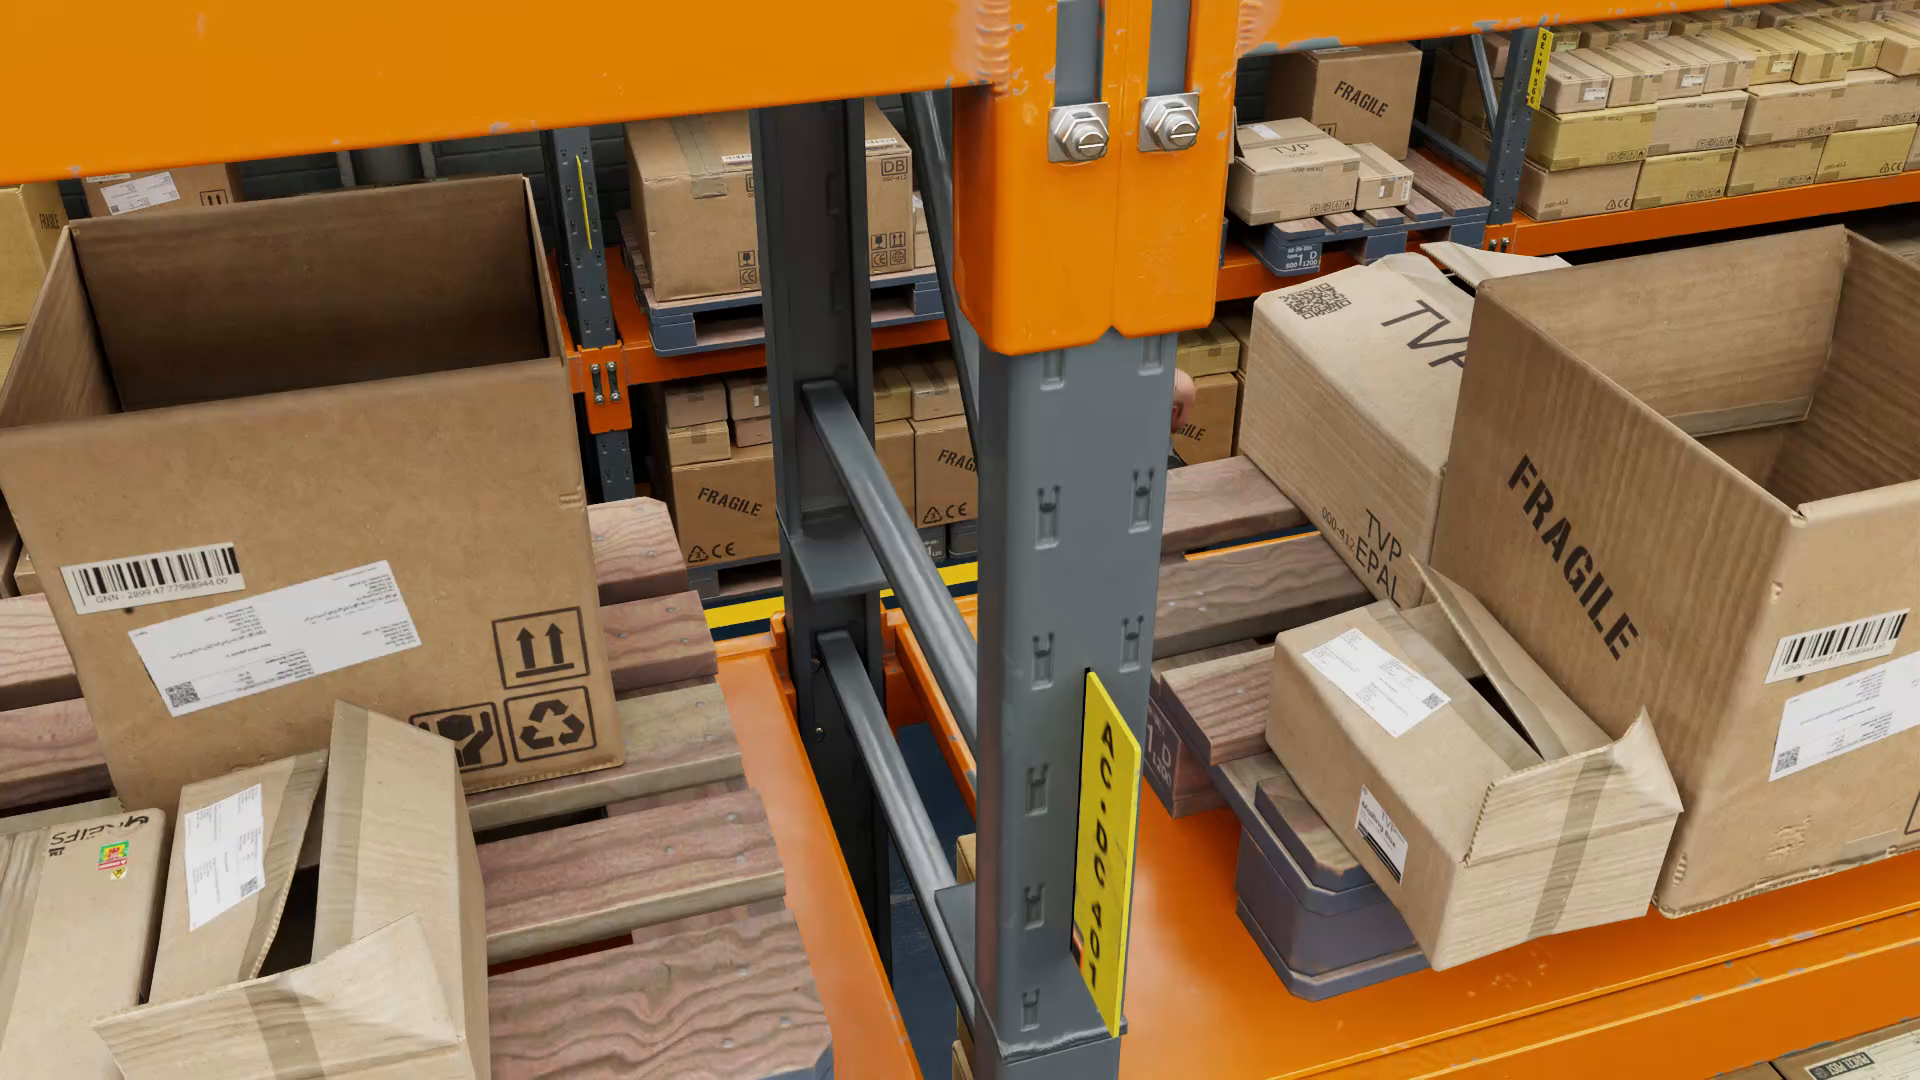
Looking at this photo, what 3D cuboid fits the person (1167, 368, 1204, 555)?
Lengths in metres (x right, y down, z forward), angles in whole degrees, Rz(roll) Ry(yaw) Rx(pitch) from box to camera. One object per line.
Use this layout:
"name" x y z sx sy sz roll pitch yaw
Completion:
"person" 0.661 0.203 5.989 0.356 1.591 0.536 -9 35 -14
